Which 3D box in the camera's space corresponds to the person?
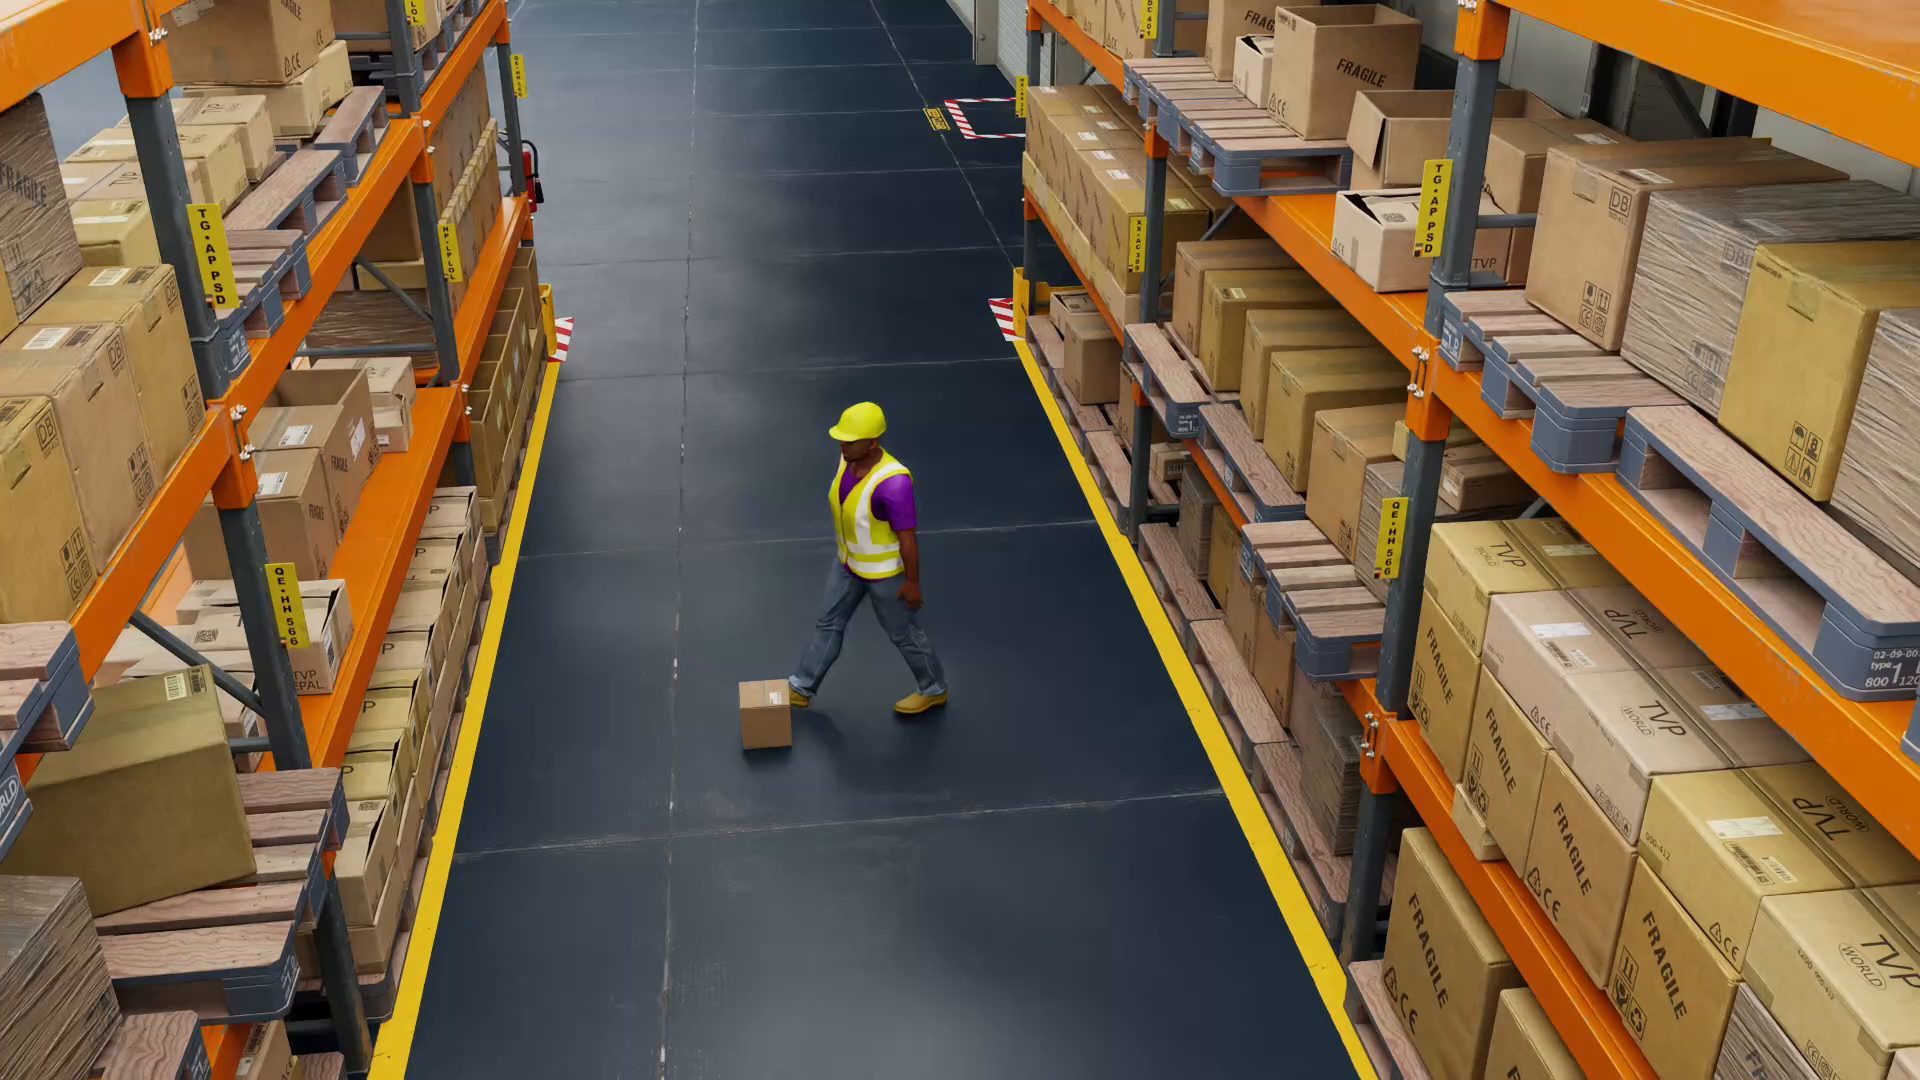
[{"bbox_3d":[-0.548,0.125,8.341,0.959,1.720,0.640,-15,31,-28],"label":"person"}]
